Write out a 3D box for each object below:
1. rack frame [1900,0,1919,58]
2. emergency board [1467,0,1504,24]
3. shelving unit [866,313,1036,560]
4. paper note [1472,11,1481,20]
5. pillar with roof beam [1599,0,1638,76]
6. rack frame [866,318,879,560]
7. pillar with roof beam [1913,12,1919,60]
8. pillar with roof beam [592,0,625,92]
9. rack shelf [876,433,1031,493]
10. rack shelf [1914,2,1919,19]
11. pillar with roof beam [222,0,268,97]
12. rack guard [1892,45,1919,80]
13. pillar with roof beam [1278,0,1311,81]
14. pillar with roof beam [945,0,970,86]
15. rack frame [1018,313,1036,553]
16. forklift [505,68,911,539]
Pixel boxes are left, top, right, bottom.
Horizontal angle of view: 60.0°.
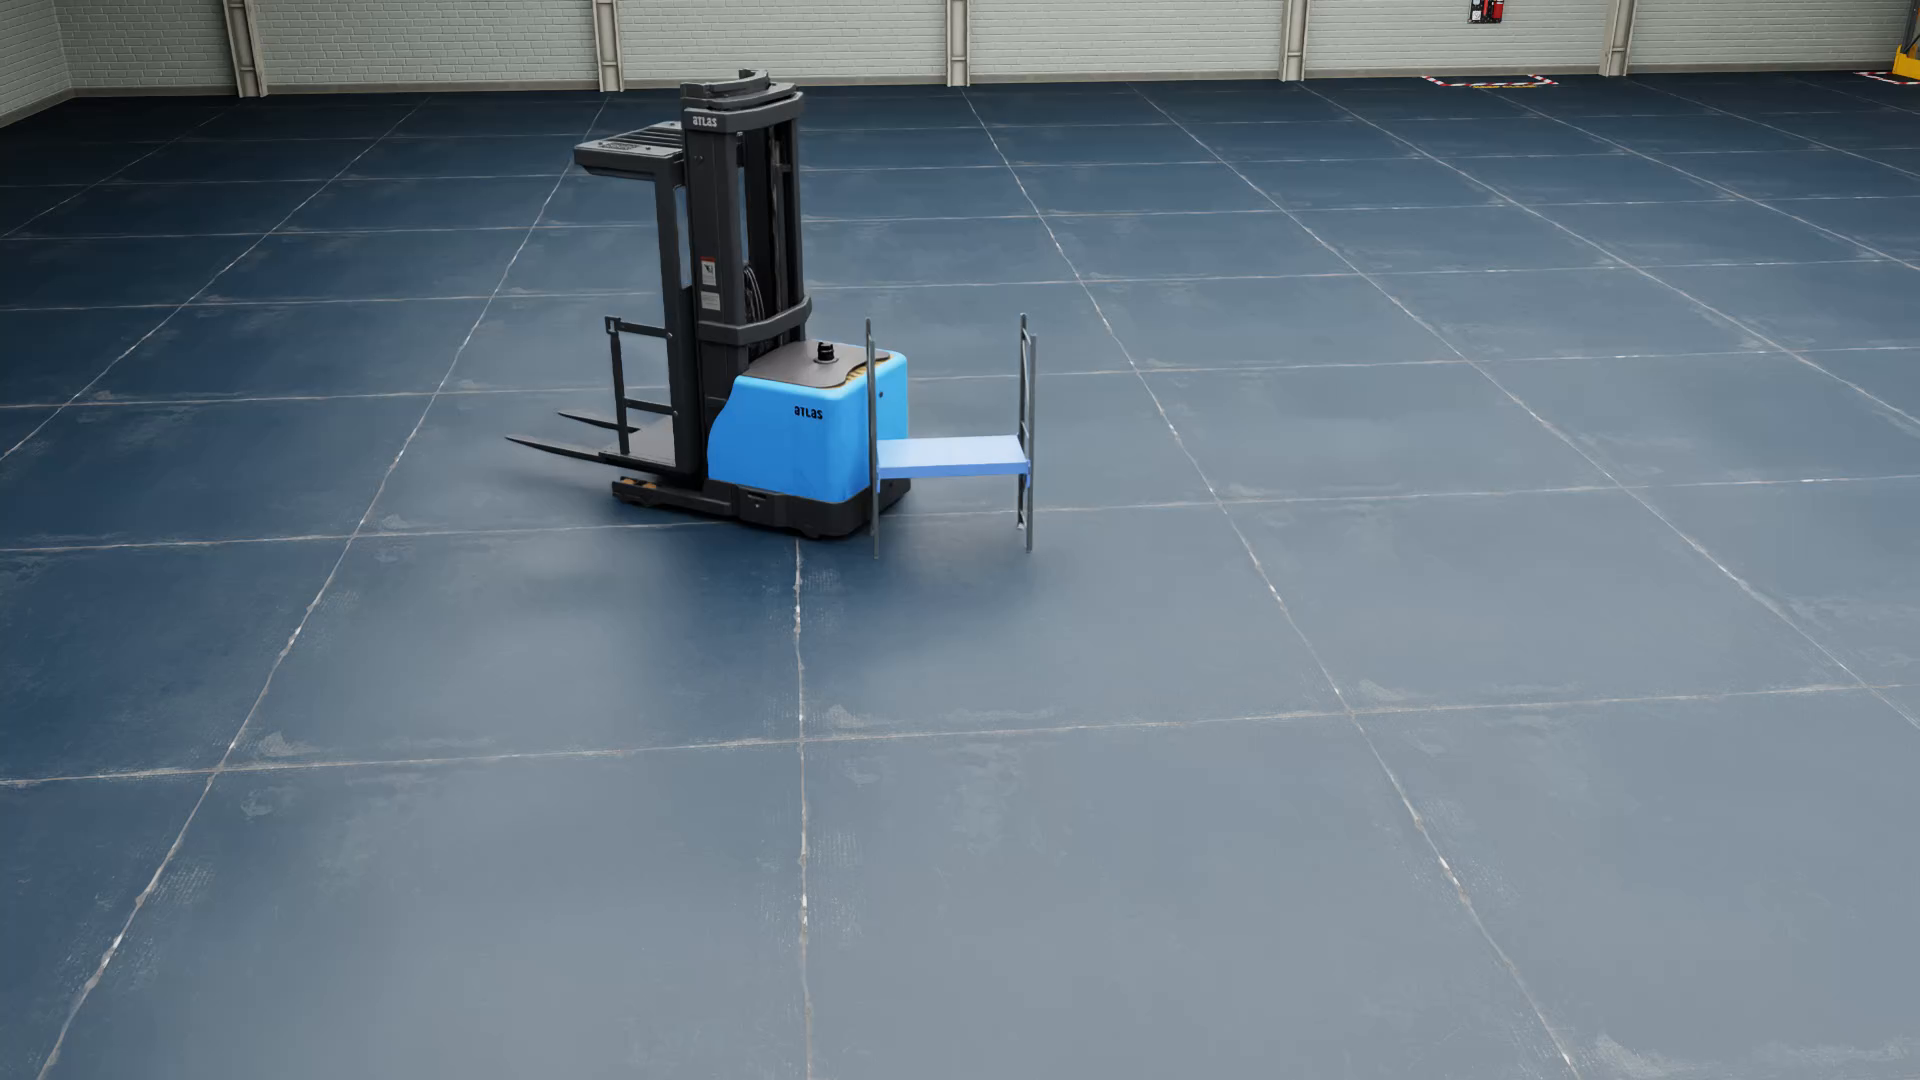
[{"bbox_3d":[17.263,-9.729,29.445,0.127,3.000,1.000,-2,24,-5],"label":"rack frame"},{"bbox_3d":[9.441,-9.784,29.568,0.643,1.169,0.194,-2,24,-5],"label":"emergency board"},{"bbox_3d":[-0.066,-0.678,10.930,1.048,1.500,0.538,-2,24,-5],"label":"shelving unit"},{"bbox_3d":[9.258,-9.402,29.794,0.142,0.148,0.016,-2,24,-5],"label":"paper note"},{"bbox_3d":[12.327,-10.868,24.622,0.400,9.000,9.100,-2,24,-5],"label":"pillar with roof beam"},{"bbox_3d":[-0.572,-0.657,10.883,0.032,1.500,0.500,-2,24,-5],"label":"rack frame"},{"bbox_3d":[18.298,-11.108,25.161,0.400,9.000,9.100,-2,24,-5],"label":"pillar with roof beam"},{"bbox_3d":[-5.586,-10.150,23.006,0.400,9.000,9.100,-2,24,-5],"label":"pillar with roof beam"},{"bbox_3d":[-0.066,-0.514,11.003,1.000,0.185,0.538,-2,24,-5],"label":"rack shelf"},{"bbox_3d":[19.253,-9.480,29.771,4.000,0.370,1.077,-2,24,-5],"label":"rack shelf"},{"bbox_3d":[-11.557,-9.910,22.467,0.400,9.000,9.100,-2,24,-5],"label":"pillar with roof beam"},{"bbox_3d":[17.339,-8.590,29.959,0.348,0.500,1.175,-2,24,-5],"label":"rack guard"},{"bbox_3d":[6.356,-10.629,24.083,0.400,9.000,9.100,-2,24,-5],"label":"pillar with roof beam"},{"bbox_3d":[0.385,-10.389,23.544,0.400,9.000,9.100,-2,24,-5],"label":"pillar with roof beam"},{"bbox_3d":[0.439,-0.699,10.977,0.032,1.500,0.500,-2,24,-5],"label":"rack frame"},{"bbox_3d":[-1.904,-1.750,11.578,3.031,2.935,1.130,12,26,24],"label":"forklift"}]
